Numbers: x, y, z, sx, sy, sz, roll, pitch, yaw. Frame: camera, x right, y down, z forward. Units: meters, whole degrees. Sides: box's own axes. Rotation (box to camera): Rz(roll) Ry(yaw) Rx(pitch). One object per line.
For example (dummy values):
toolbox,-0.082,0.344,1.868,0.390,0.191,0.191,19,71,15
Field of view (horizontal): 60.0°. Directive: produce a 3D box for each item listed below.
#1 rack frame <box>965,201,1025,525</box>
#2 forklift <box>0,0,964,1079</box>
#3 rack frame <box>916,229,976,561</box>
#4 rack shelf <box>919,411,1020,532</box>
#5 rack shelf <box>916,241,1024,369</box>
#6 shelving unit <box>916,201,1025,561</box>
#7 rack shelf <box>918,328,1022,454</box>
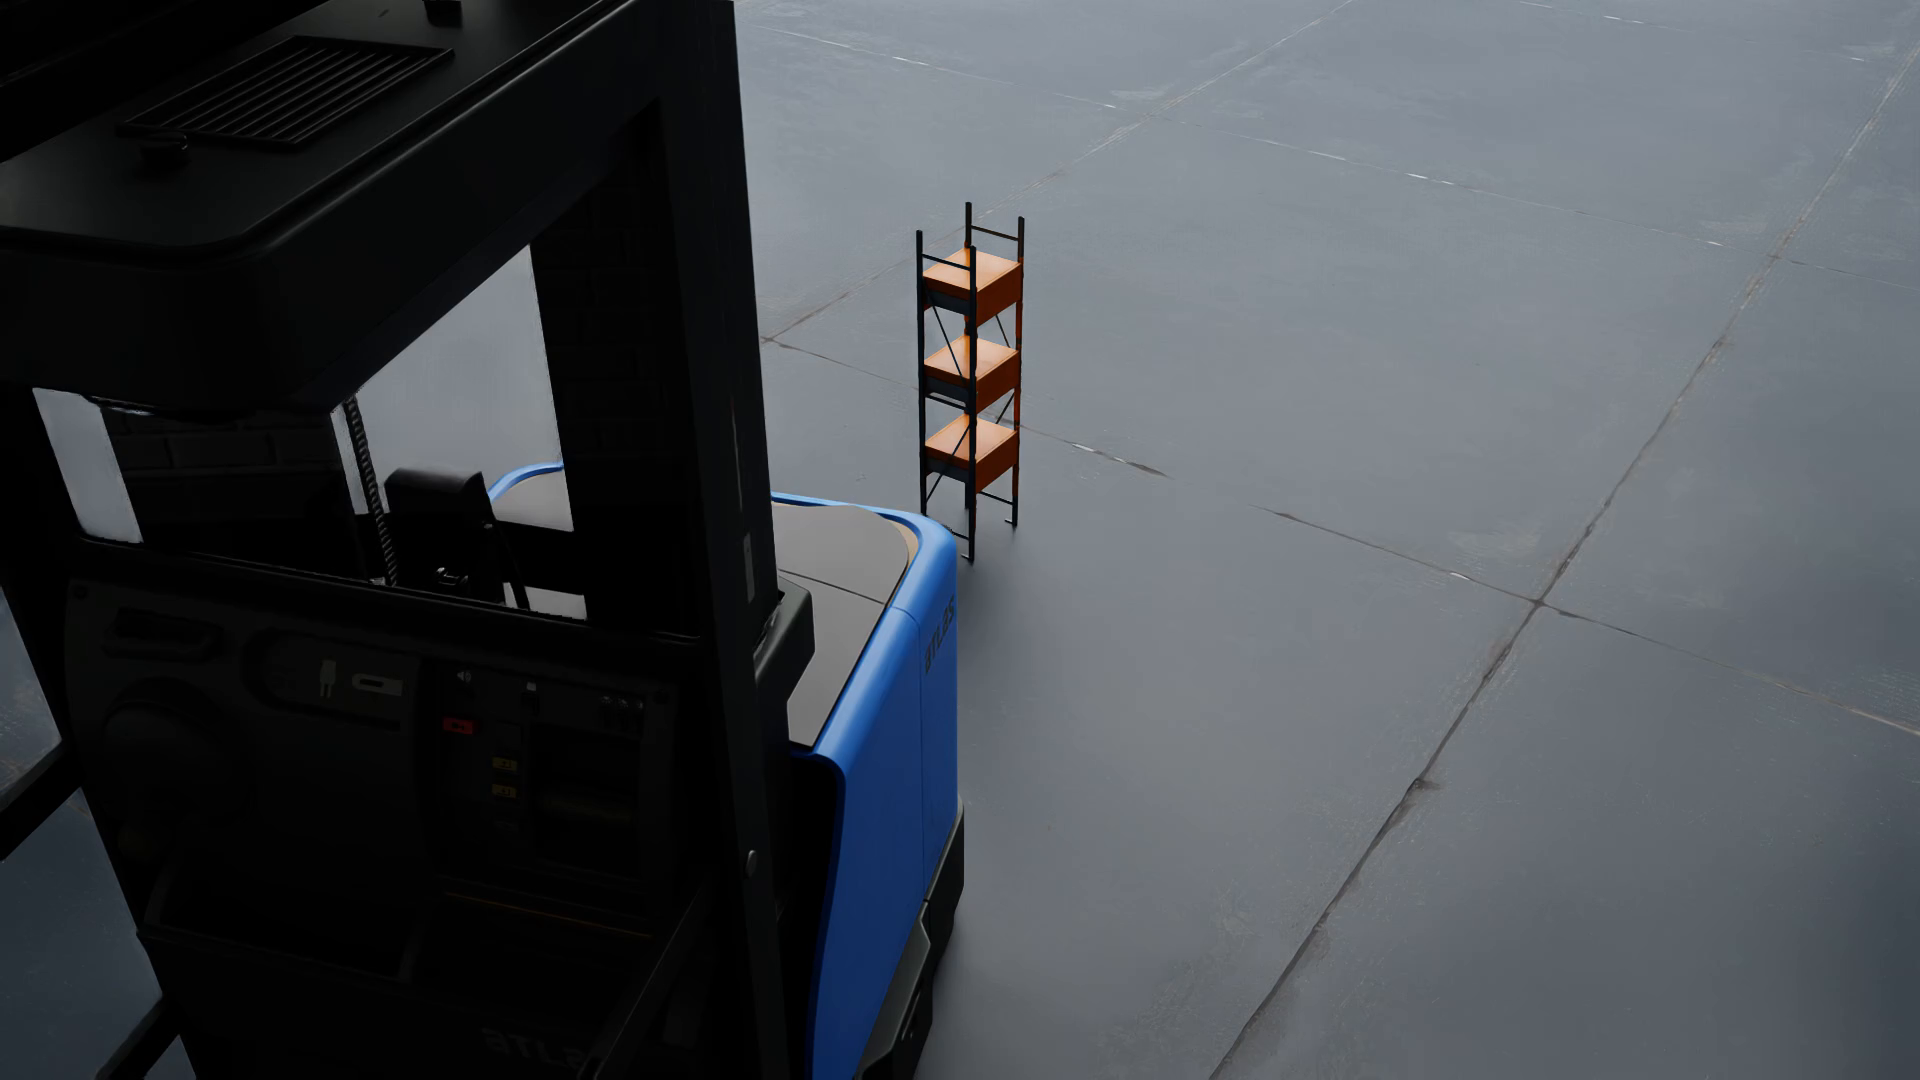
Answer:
rack frame,0.100,-0.516,5.075,0.200,1.050,0.008,21,39,28
forklift,-0.870,0.353,2.111,1.130,2.935,3.031,9,35,13
rack frame,-0.039,-0.403,4.909,0.200,1.050,0.008,21,39,28
rack shelf,0.031,-0.221,5.154,0.215,0.259,0.240,21,39,28
rack shelf,0.031,-0.686,4.839,0.215,0.259,0.240,21,39,28
shelving unit,0.031,-0.460,4.992,0.215,1.050,0.252,21,39,28
rack shelf,0.031,-0.451,4.998,0.215,0.259,0.240,21,39,28
